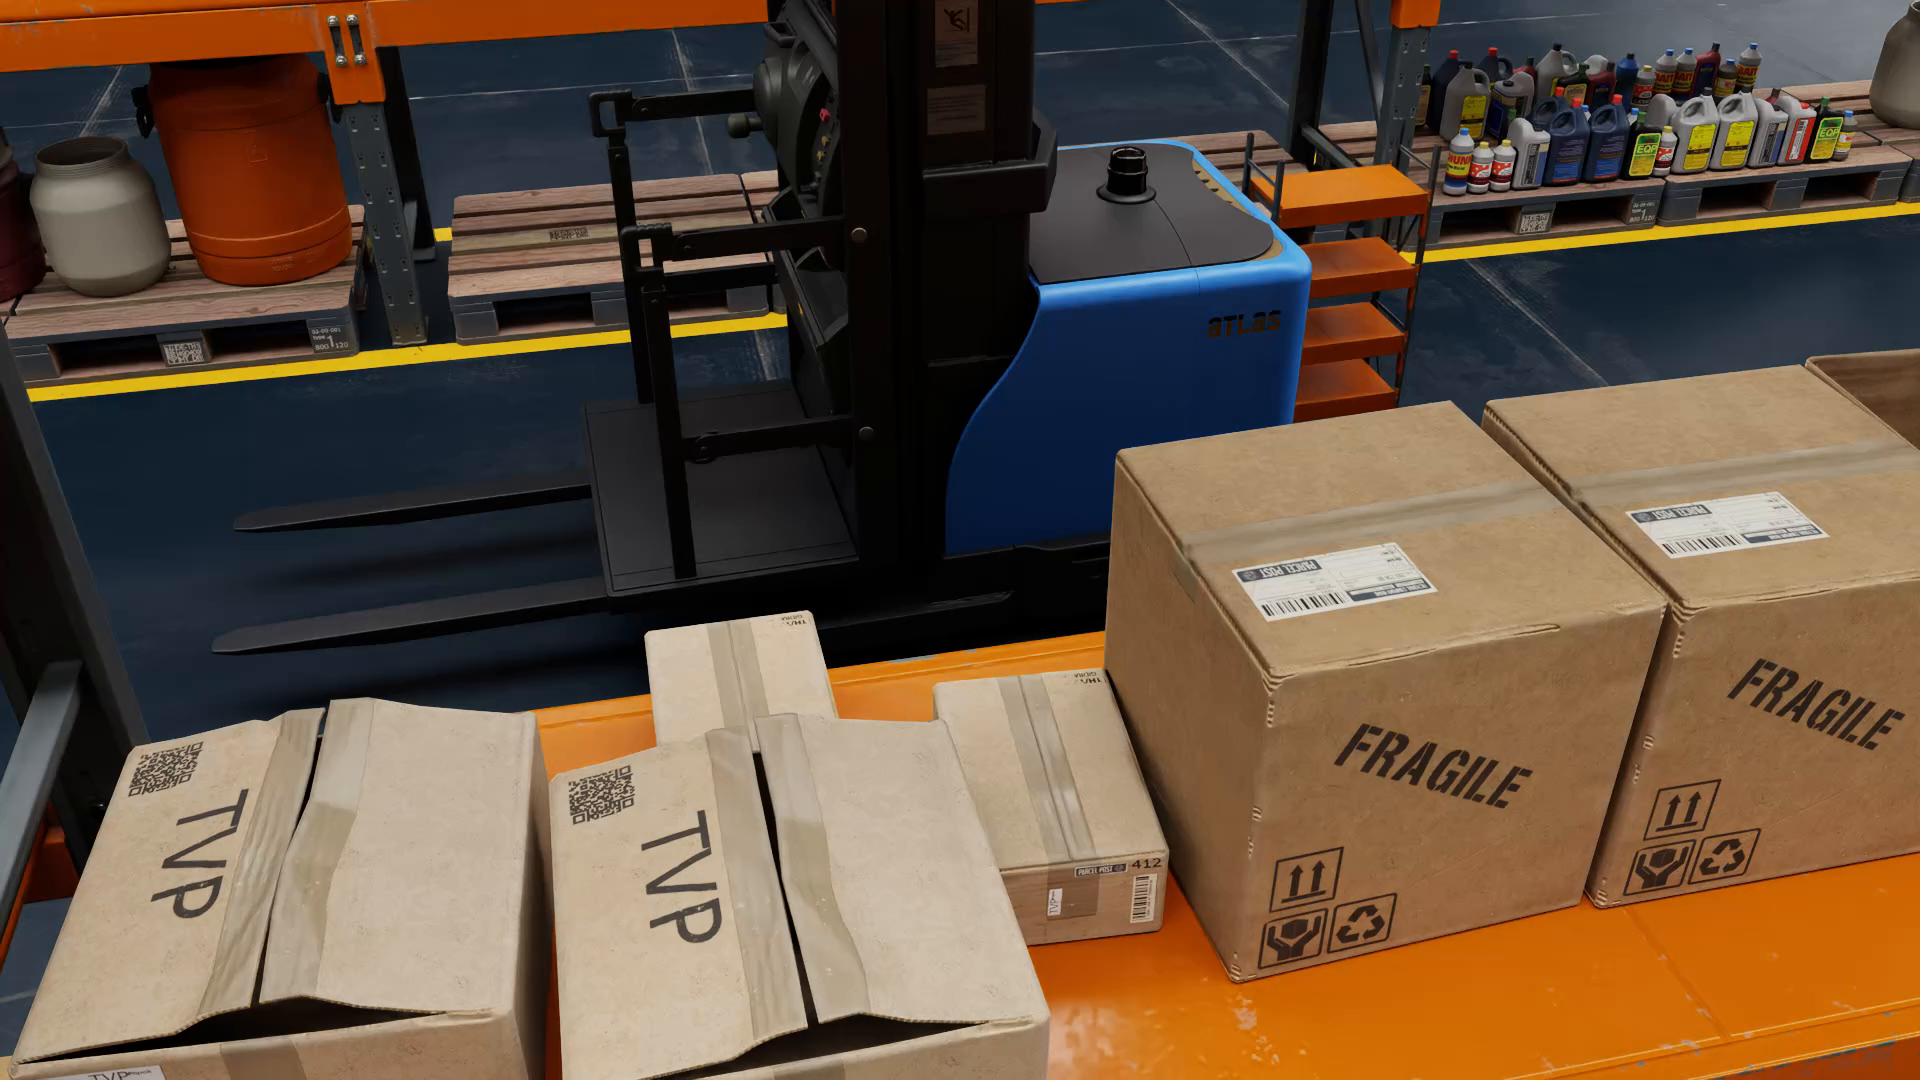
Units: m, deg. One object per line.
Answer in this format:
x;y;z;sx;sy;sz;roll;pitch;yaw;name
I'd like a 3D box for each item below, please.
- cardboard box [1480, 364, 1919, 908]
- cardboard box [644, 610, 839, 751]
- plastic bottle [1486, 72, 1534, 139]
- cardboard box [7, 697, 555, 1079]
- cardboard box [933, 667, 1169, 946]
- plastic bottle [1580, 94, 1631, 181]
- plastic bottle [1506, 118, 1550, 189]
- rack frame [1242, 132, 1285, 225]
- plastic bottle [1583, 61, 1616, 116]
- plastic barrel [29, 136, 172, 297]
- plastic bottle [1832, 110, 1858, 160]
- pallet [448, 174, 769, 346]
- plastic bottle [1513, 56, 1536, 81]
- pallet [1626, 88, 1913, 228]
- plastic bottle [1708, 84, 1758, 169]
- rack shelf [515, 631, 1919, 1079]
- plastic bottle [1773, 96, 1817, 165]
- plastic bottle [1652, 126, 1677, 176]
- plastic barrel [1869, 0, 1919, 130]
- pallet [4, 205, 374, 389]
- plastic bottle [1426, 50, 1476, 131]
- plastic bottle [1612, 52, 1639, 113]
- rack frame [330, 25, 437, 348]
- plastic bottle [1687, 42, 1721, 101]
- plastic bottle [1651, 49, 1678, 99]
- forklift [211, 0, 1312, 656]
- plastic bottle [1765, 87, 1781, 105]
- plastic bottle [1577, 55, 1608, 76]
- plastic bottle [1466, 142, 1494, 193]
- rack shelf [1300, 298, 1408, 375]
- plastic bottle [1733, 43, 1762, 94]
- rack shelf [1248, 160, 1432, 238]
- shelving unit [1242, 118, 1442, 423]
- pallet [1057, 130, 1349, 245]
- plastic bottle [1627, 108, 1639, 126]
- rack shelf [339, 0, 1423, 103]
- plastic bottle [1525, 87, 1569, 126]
1.027;0.116;2.295;0.500;0.500;0.500;-7;35;-10;cardboard box
-0.303;0.281;2.365;0.250;0.149;0.380;-7;35;-11;cardboard box
2.502;-1.980;7.559;0.135;0.276;0.152;-7;35;-11;plastic bottle
-0.755;0.454;1.962;0.500;0.311;0.500;-5;34;-8;cardboard box
0.112;0.354;2.255;0.250;0.149;0.380;-5;34;-7;cardboard box
2.756;-1.726;7.113;0.185;0.351;0.144;-9;35;-13;plastic bottle
2.409;-1.654;7.072;0.135;0.276;0.152;-6;34;-9;plastic bottle
0.880;-0.633;5.116;0.015;1.200;0.240;-8;35;-12;rack frame
2.943;-2.061;7.672;0.133;0.283;0.061;-7;35;-11;plastic bottle
-3.213;-1.209;6.215;0.421;0.512;0.421;0;34;0;plastic barrel
3.899;-1.795;7.350;0.097;0.201;0.097;0;34;0;plastic bottle
-1.445;-1.171;6.806;1.213;0.211;1.003;-7;35;-11;pallet
2.594;-2.104;7.736;0.133;0.283;0.061;-5;34;-7;plastic bottle
3.549;-1.801;7.744;1.213;0.211;1.003;-7;35;-11;pallet
3.352;-1.801;7.225;0.185;0.351;0.144;-6;34;-9;plastic bottle
0.831;0.490;2.473;4.000;0.370;1.077;-7;35;-11;rack shelf
3.648;-1.810;7.305;0.135;0.276;0.152;-7;34;-10;plastic bottle
3.037;-1.686;7.188;0.097;0.201;0.097;0;34;0;plastic bottle
4.480;-2.196;7.686;0.421;0.512;0.421;0;34;0;plastic barrel
-2.969;-0.978;6.517;1.213;0.211;1.003;-7;35;-11;pallet
2.257;-2.065;7.618;0.185;0.351;0.144;-8;35;-12;plastic bottle
3.127;-2.155;7.824;0.097;0.271;0.097;0;34;0;plastic bottle
-2.209;-2.255;5.918;0.127;3.000;1.000;-7;35;-11;rack frame
3.532;-2.222;7.912;0.133;0.283;0.061;-7;34;-10;plastic bottle
3.325;-2.180;7.861;0.097;0.271;0.097;0;34;0;plastic bottle
-0.606;-1.128;4.301;3.031;2.935;1.130;-8;35;-12;forklift
3.624;-1.871;7.389;0.133;0.283;0.061;-7;35;-11;plastic bottle
2.919;-2.115;7.760;0.135;0.276;0.152;-7;34;-10;plastic bottle
2.199;-1.581;7.030;0.097;0.201;0.097;0;34;0;plastic bottle
1.116;-0.612;5.205;0.480;0.148;0.258;-8;35;-12;rack shelf
3.757;-2.235;7.942;0.097;0.271;0.097;0;34;0;plastic bottle
1.116;-0.994;4.949;0.480;0.148;0.258;-8;35;-12;rack shelf
1.116;-0.667;5.168;0.503;1.200;0.258;-8;35;-12;shelving unit
0.935;-1.471;7.253;1.213;0.211;1.003;-7;35;-11;pallet
2.891;-1.732;7.192;0.097;0.271;0.097;0;34;0;plastic bottle
-0.258;-2.202;6.485;4.000;0.370;1.077;-7;35;-11;rack shelf
2.540;-1.782;7.195;0.185;0.351;0.144;-7;35;-11;plastic bottle
